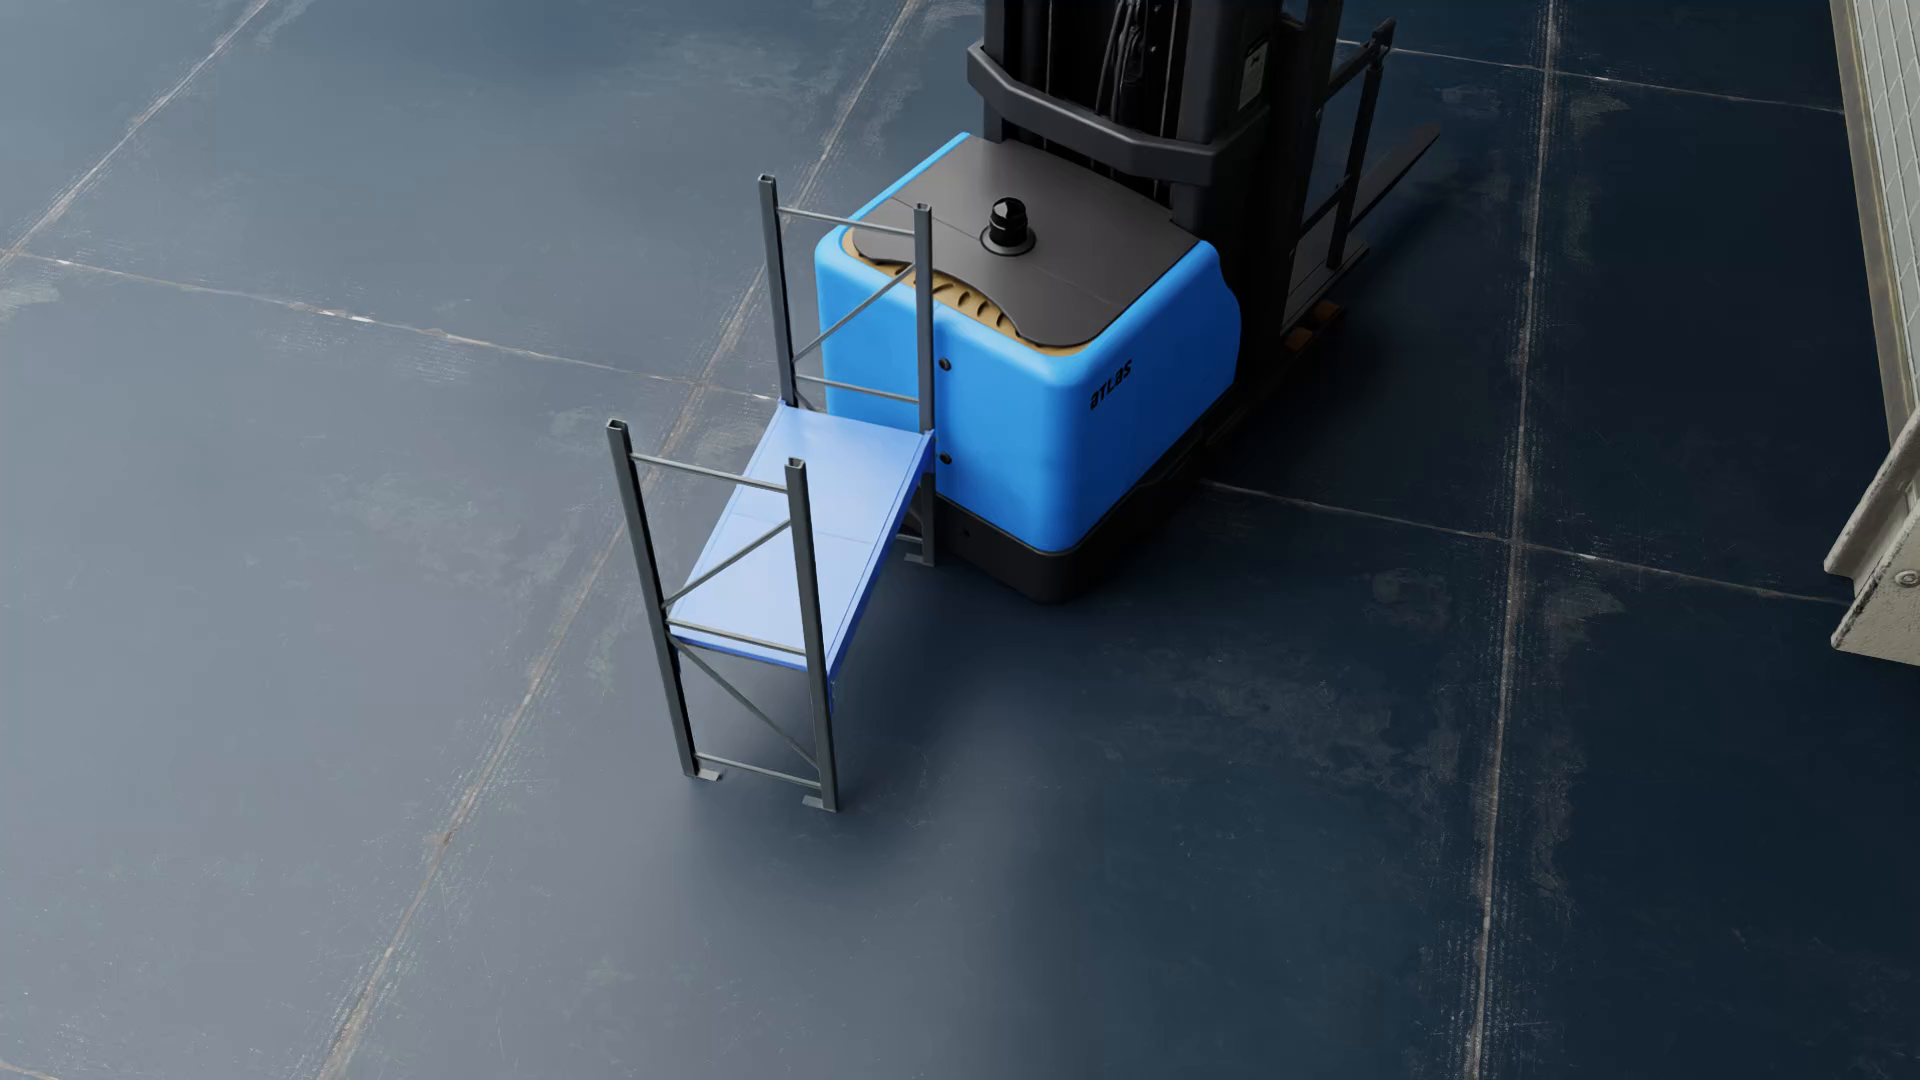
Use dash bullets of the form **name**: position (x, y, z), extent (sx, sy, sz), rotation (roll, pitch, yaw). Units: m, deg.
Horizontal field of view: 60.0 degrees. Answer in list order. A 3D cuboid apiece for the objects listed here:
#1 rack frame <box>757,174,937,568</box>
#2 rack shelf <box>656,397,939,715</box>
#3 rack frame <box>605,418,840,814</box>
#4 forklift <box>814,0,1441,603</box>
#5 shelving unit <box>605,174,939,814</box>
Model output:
- **rack frame**: position (-0.321, -0.466, 5.161), extent (0.500, 1.500, 0.032), rotation (12, 50, 11)
- **rack shelf**: position (-0.465, 0.019, 4.973), extent (0.538, 0.185, 1.000), rotation (12, 50, 11)
- **rack frame**: position (-0.608, 0.266, 4.515), extent (0.500, 1.500, 0.032), rotation (12, 50, 11)
- **forklift**: position (0.832, -1.819, 5.401), extent (1.130, 2.935, 3.031), rotation (30, 55, 24)
- **shelving unit**: position (-0.465, -0.100, 4.838), extent (0.538, 1.500, 1.048), rotation (12, 50, 11)
